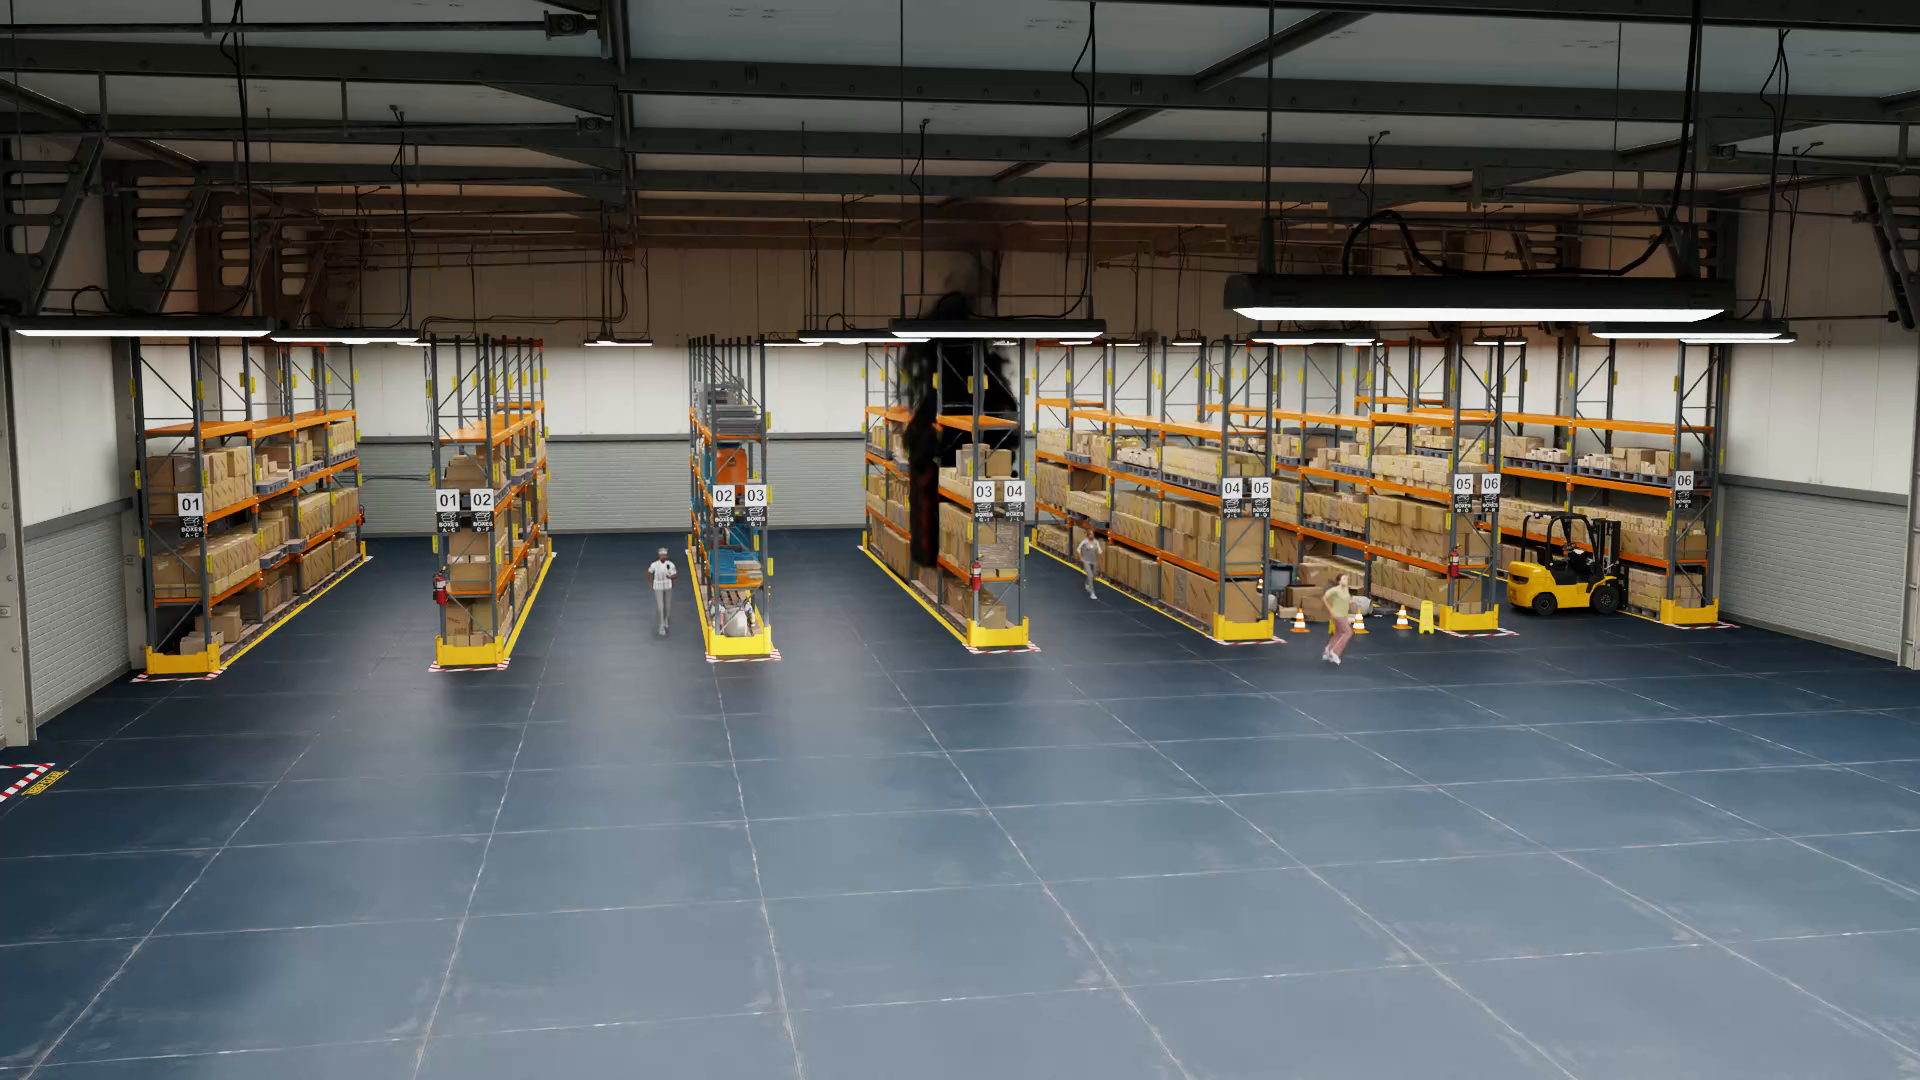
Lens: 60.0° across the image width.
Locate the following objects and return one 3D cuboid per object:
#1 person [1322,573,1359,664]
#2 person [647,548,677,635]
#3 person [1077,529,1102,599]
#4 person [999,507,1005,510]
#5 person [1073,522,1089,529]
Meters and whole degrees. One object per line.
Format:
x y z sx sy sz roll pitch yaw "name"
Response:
6.966 1.428 30.396 0.650 1.674 0.552 6 9 42 "person"
-6.017 1.013 33.696 0.562 1.715 0.885 -2 7 -19 "person"
2.992 0.533 38.386 0.538 1.575 0.804 -2 7 -14 "person"
1.382 -0.672 48.993 0.691 1.598 0.691 5 8 35 "person"
3.596 -0.819 49.552 0.721 1.803 0.700 -6 9 -43 "person"
